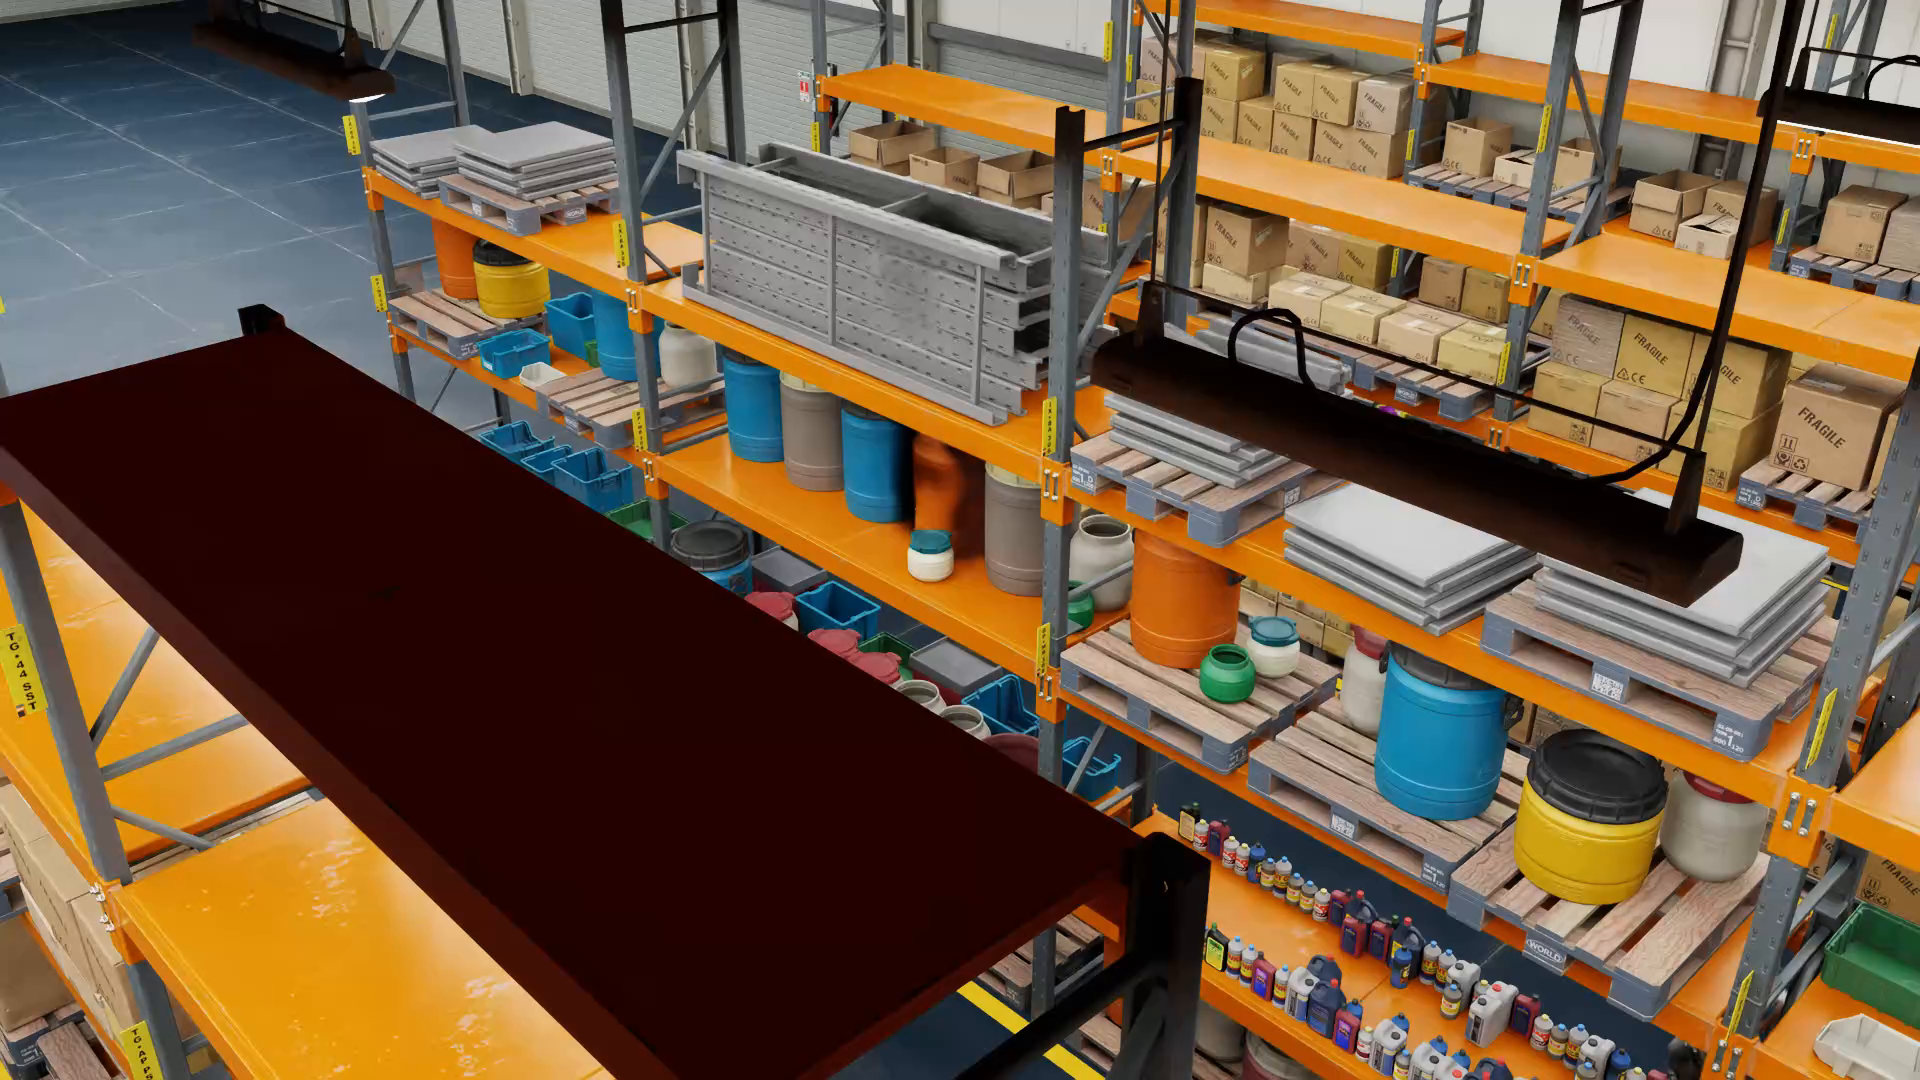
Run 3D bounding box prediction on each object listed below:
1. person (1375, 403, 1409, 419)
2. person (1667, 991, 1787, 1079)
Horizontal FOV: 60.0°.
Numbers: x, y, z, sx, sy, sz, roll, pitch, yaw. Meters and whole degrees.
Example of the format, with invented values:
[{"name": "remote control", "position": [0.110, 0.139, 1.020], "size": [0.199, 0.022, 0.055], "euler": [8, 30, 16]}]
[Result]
[{"name": "person", "position": [4.386, -0.897, 16.753], "size": [0.689, 1.712, 0.700], "euler": [17, 32, 28]}, {"name": "person", "position": [4.367, 2.958, 9.578], "size": [0.559, 1.721, 0.670], "euler": [-21, 35, -34]}]
